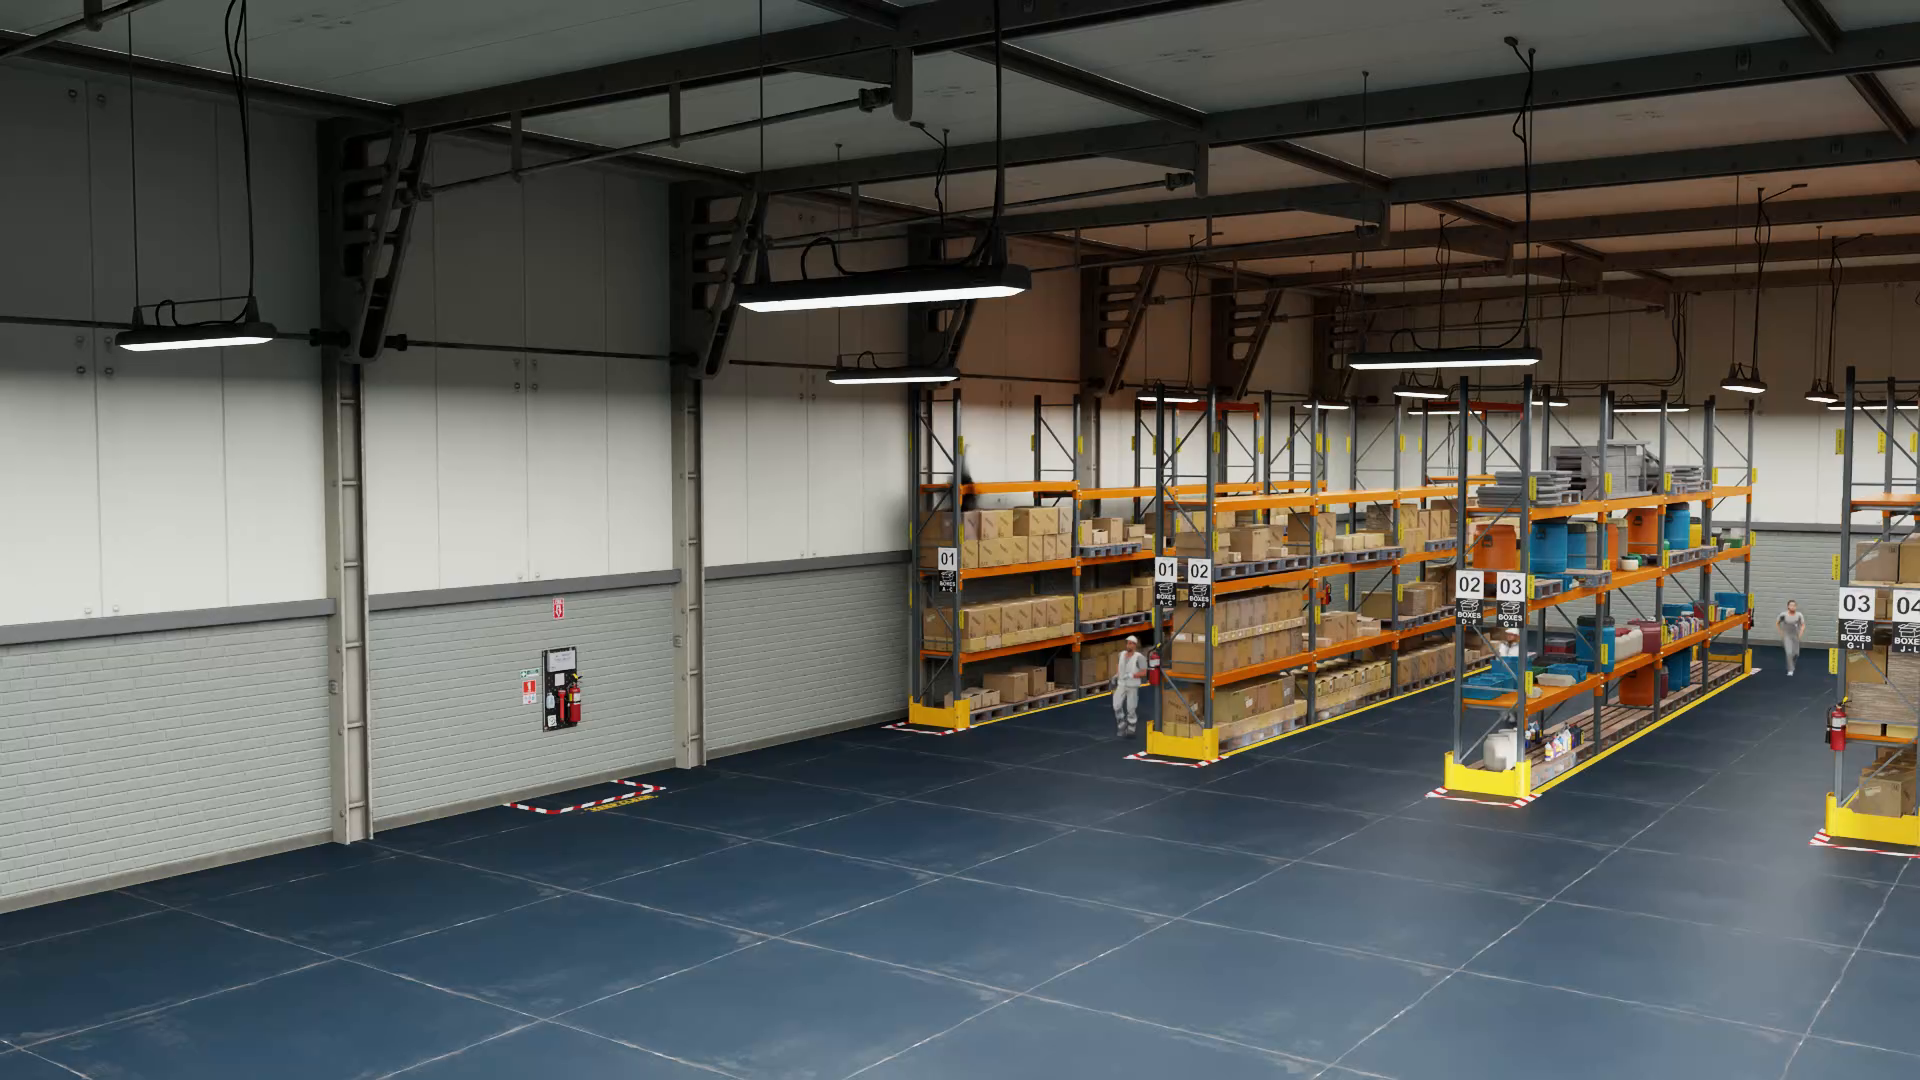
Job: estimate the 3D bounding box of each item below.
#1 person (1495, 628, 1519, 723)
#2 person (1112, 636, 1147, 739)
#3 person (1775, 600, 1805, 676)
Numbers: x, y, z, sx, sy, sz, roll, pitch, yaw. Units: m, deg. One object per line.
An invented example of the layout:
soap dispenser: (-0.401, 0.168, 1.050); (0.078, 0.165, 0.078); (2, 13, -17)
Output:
person: (9.813, 2.420, 29.741); (0.631, 1.732, 0.649); (2, 4, 34)
person: (2.874, 2.507, 28.335); (0.640, 1.766, 0.674); (2, 4, 26)
person: (18.127, 2.121, 36.334); (0.585, 1.631, 0.630); (1, 3, 16)
